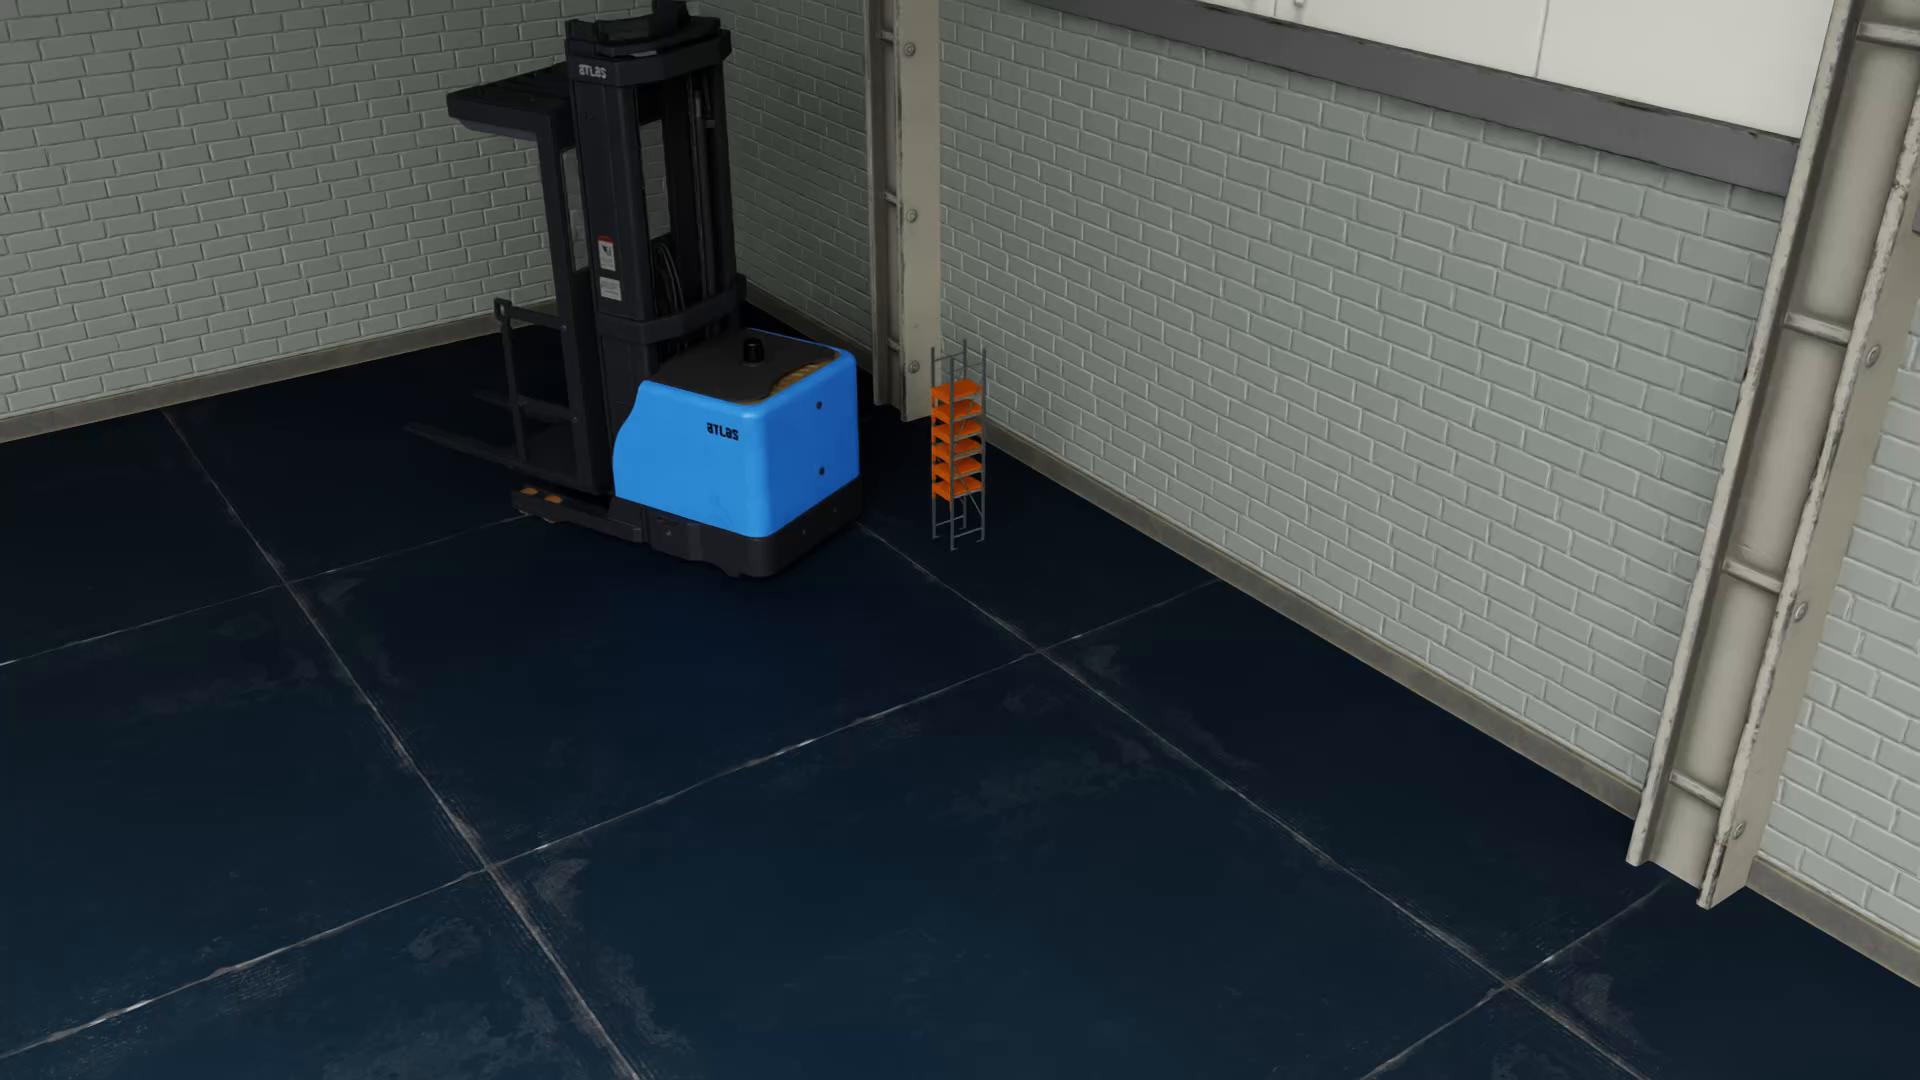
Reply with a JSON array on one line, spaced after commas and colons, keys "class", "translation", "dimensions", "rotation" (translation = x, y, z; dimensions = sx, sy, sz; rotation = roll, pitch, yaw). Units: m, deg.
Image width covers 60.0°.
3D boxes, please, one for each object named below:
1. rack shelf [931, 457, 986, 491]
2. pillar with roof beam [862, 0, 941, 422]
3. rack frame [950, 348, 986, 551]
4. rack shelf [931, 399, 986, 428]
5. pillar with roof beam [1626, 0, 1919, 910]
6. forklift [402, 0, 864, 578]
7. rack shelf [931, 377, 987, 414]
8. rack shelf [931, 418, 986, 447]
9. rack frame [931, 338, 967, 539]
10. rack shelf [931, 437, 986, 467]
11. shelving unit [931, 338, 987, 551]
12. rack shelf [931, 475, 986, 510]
[{"class": "rack shelf", "translation": [-0.008, -0.388, 9.552], "dimensions": [0.258, 0.103, 0.180], "rotation": [-19, 34, -31]}, {"class": "pillar with roof beam", "translation": [-3.869, -3.675, 7.088], "dimensions": [9.100, 9.000, 0.400], "rotation": [-19, 34, -31]}, {"class": "rack frame", "translation": [0.045, -0.497, 9.409], "dimensions": [0.240, 1.200, 0.006], "rotation": [-19, 34, -31]}, {"class": "rack shelf", "translation": [-0.008, -0.705, 9.381], "dimensions": [0.258, 0.103, 0.180], "rotation": [-19, 34, -31]}, {"class": "pillar with roof beam", "translation": [-0.389, -1.342, 2.793], "dimensions": [9.100, 9.000, 0.400], "rotation": [-19, 34, -31]}, {"class": "forklift", "translation": [-2.104, -1.587, 9.600], "dimensions": [3.031, 2.935, 1.130], "rotation": [16, 32, 27]}, {"class": "rack shelf", "translation": [-0.008, -0.810, 9.323], "dimensions": [0.258, 0.103, 0.180], "rotation": [-19, 34, -31]}, {"class": "rack shelf", "translation": [-0.008, -0.599, 9.438], "dimensions": [0.258, 0.103, 0.180], "rotation": [-19, 34, -31]}, {"class": "rack frame", "translation": [-0.061, -0.568, 9.540], "dimensions": [0.240, 1.200, 0.006], "rotation": [-19, 34, -31]}, {"class": "rack shelf", "translation": [-0.008, -0.494, 9.495], "dimensions": [0.258, 0.103, 0.180], "rotation": [-19, 34, -31]}, {"class": "shelving unit", "translation": [-0.008, -0.533, 9.474], "dimensions": [0.258, 1.200, 0.189], "rotation": [-19, 34, -31]}, {"class": "rack shelf", "translation": [-0.008, -0.283, 9.610], "dimensions": [0.258, 0.103, 0.180], "rotation": [-19, 34, -31]}]
